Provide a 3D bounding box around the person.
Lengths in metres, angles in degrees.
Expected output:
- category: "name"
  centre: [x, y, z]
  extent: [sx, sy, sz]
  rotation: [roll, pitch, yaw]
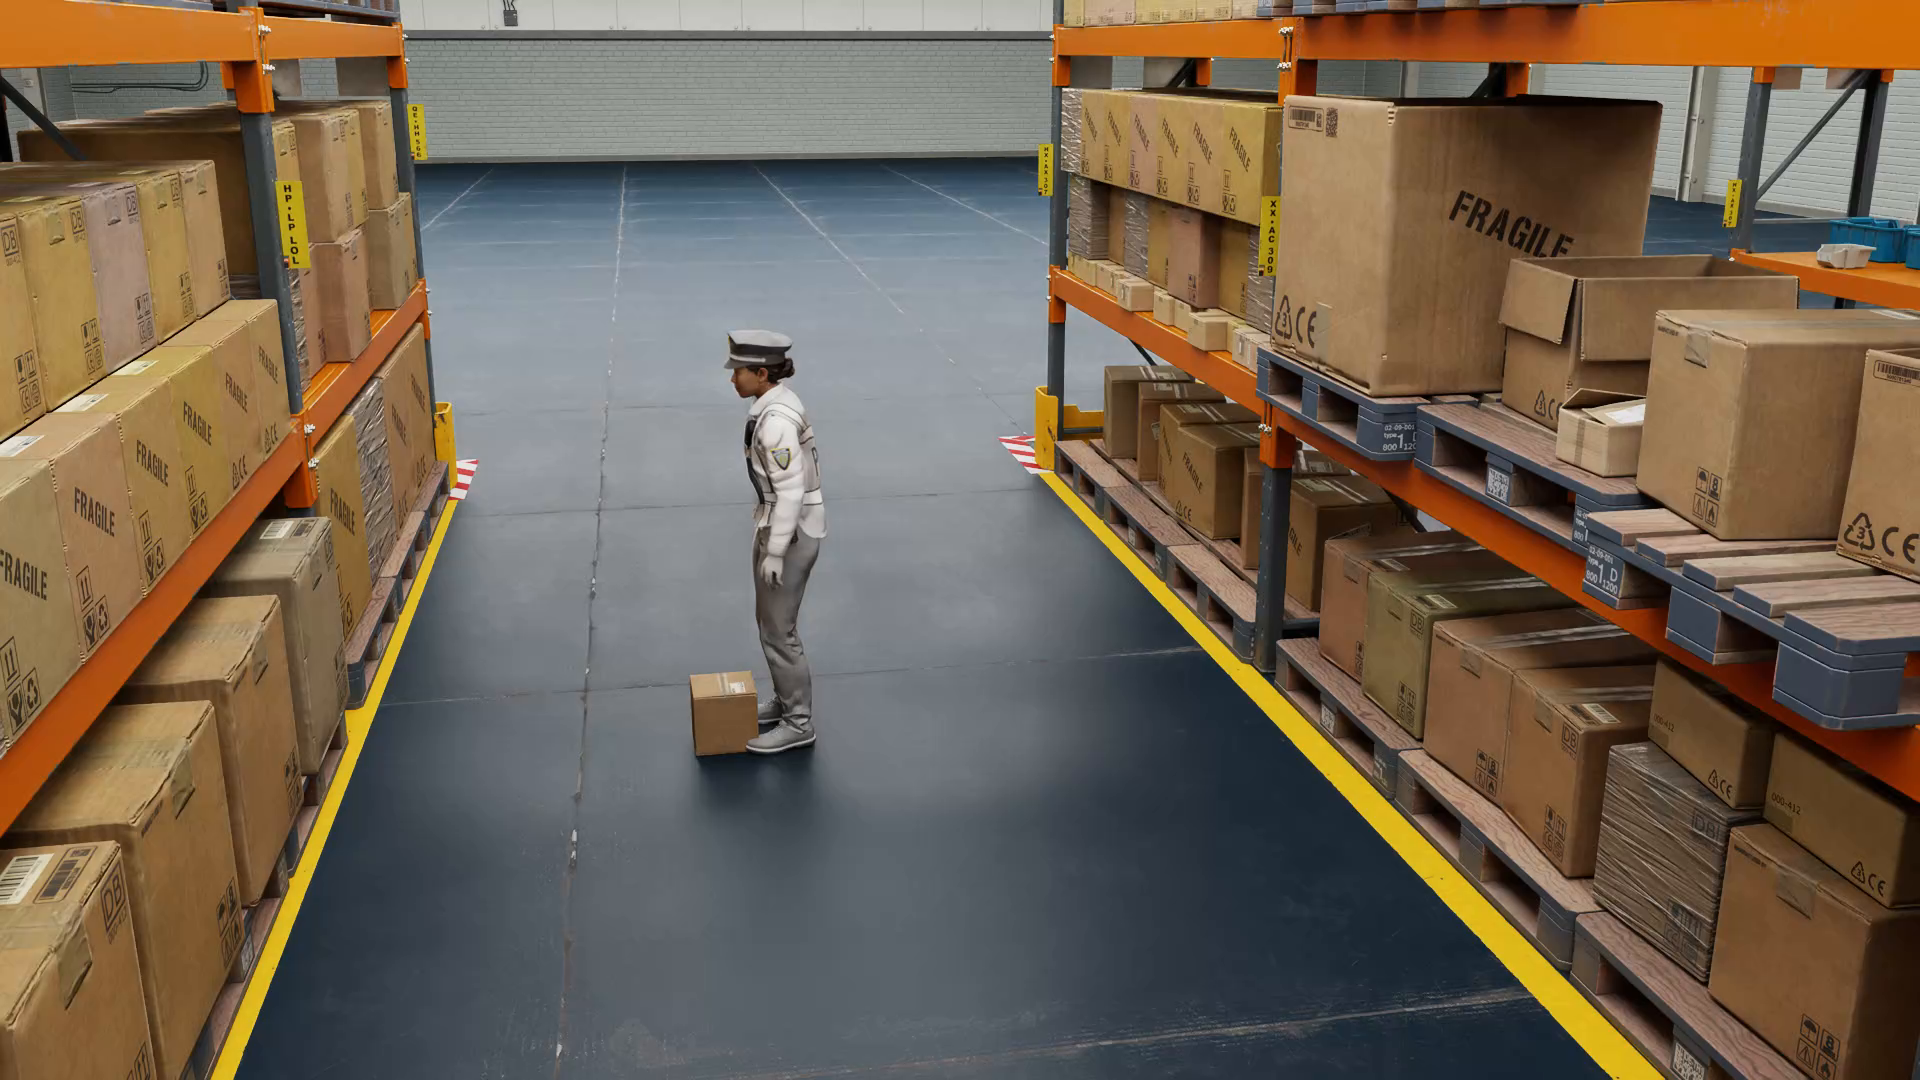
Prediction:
- category: "person"
  centre: [-0.728, -0.030, 6.522]
  extent: [0.342, 1.601, 0.507]
  rotation: [-3, 17, -10]
